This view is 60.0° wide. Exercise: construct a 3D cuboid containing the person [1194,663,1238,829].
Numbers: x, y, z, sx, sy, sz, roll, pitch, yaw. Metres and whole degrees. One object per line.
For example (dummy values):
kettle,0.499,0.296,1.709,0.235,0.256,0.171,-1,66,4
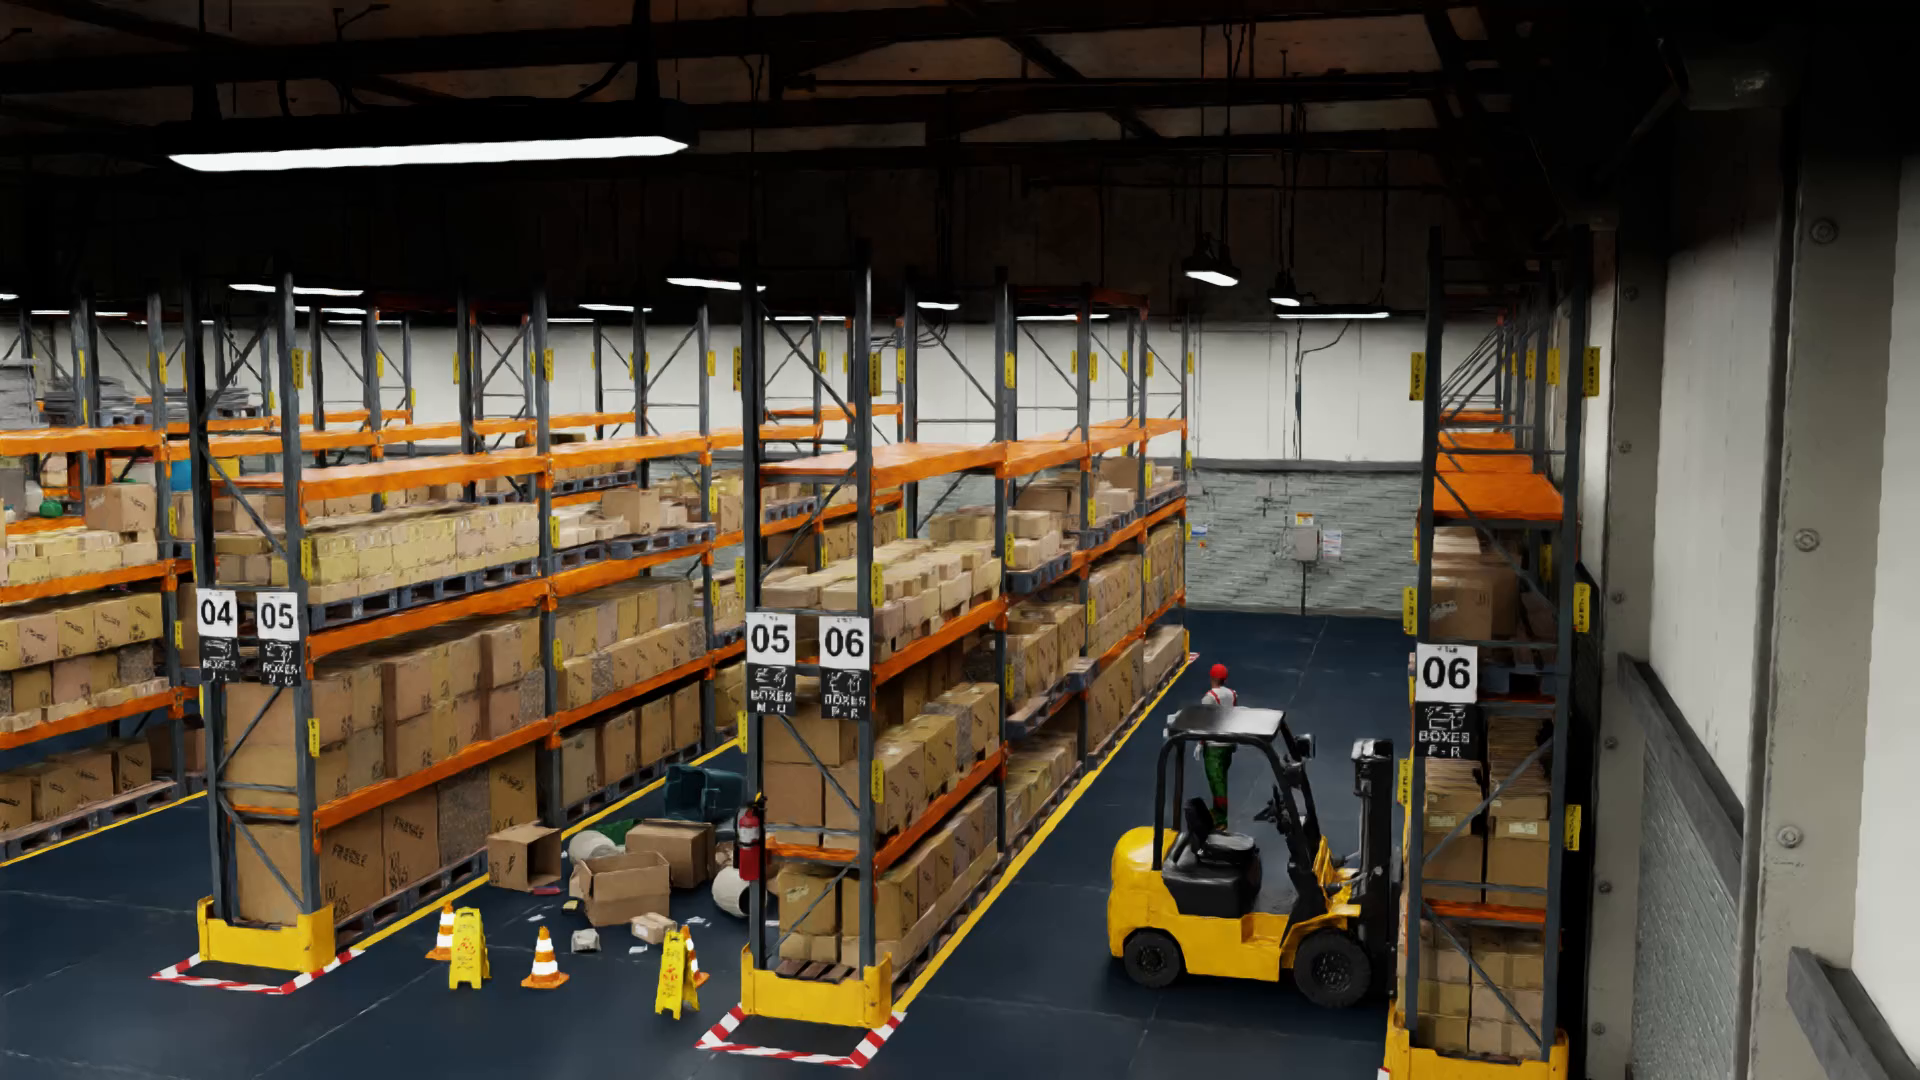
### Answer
person,2.804,2.228,18.245,0.638,1.785,0.547,-6,9,-45
